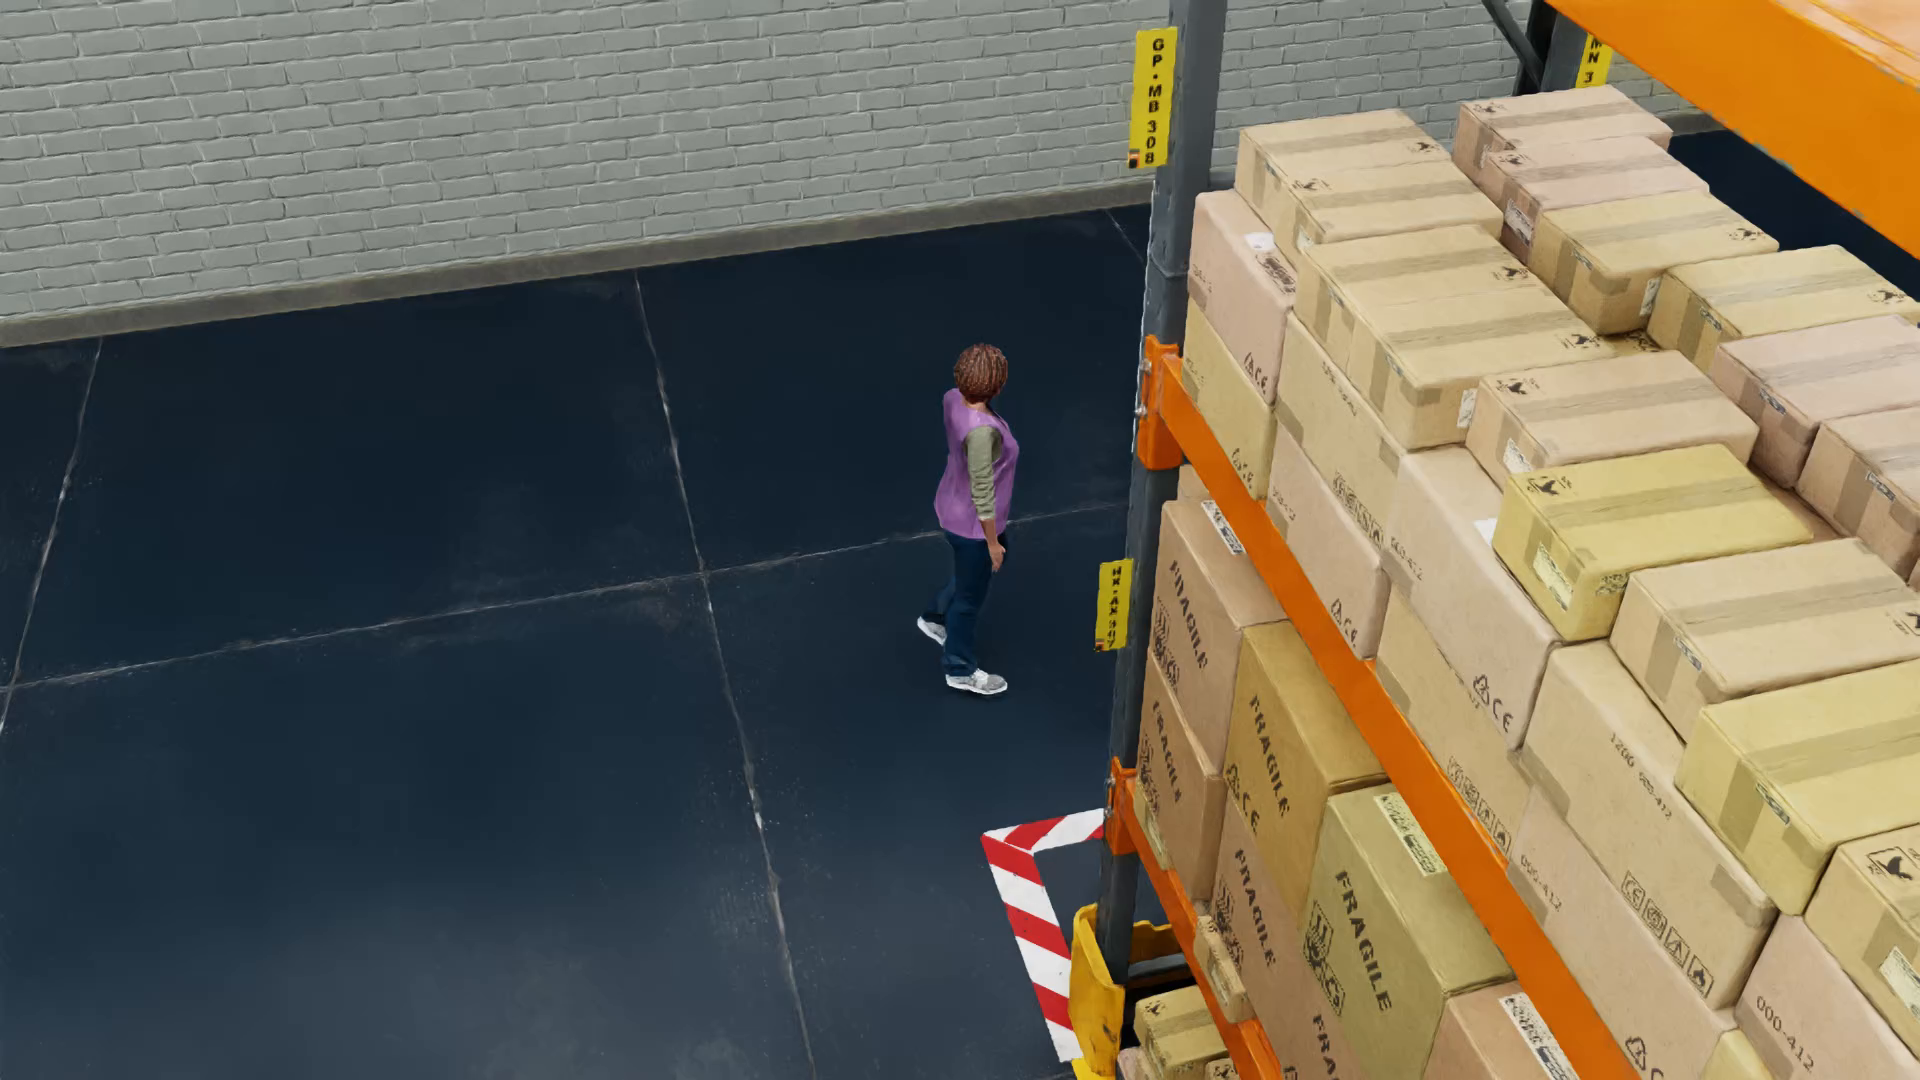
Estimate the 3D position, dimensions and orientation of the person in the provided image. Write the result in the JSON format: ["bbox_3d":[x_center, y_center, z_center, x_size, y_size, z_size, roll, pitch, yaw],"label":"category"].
[{"bbox_3d":[0.029,-0.086,6.812,0.420,1.572,0.493,-7,39,-9],"label":"person"}]
